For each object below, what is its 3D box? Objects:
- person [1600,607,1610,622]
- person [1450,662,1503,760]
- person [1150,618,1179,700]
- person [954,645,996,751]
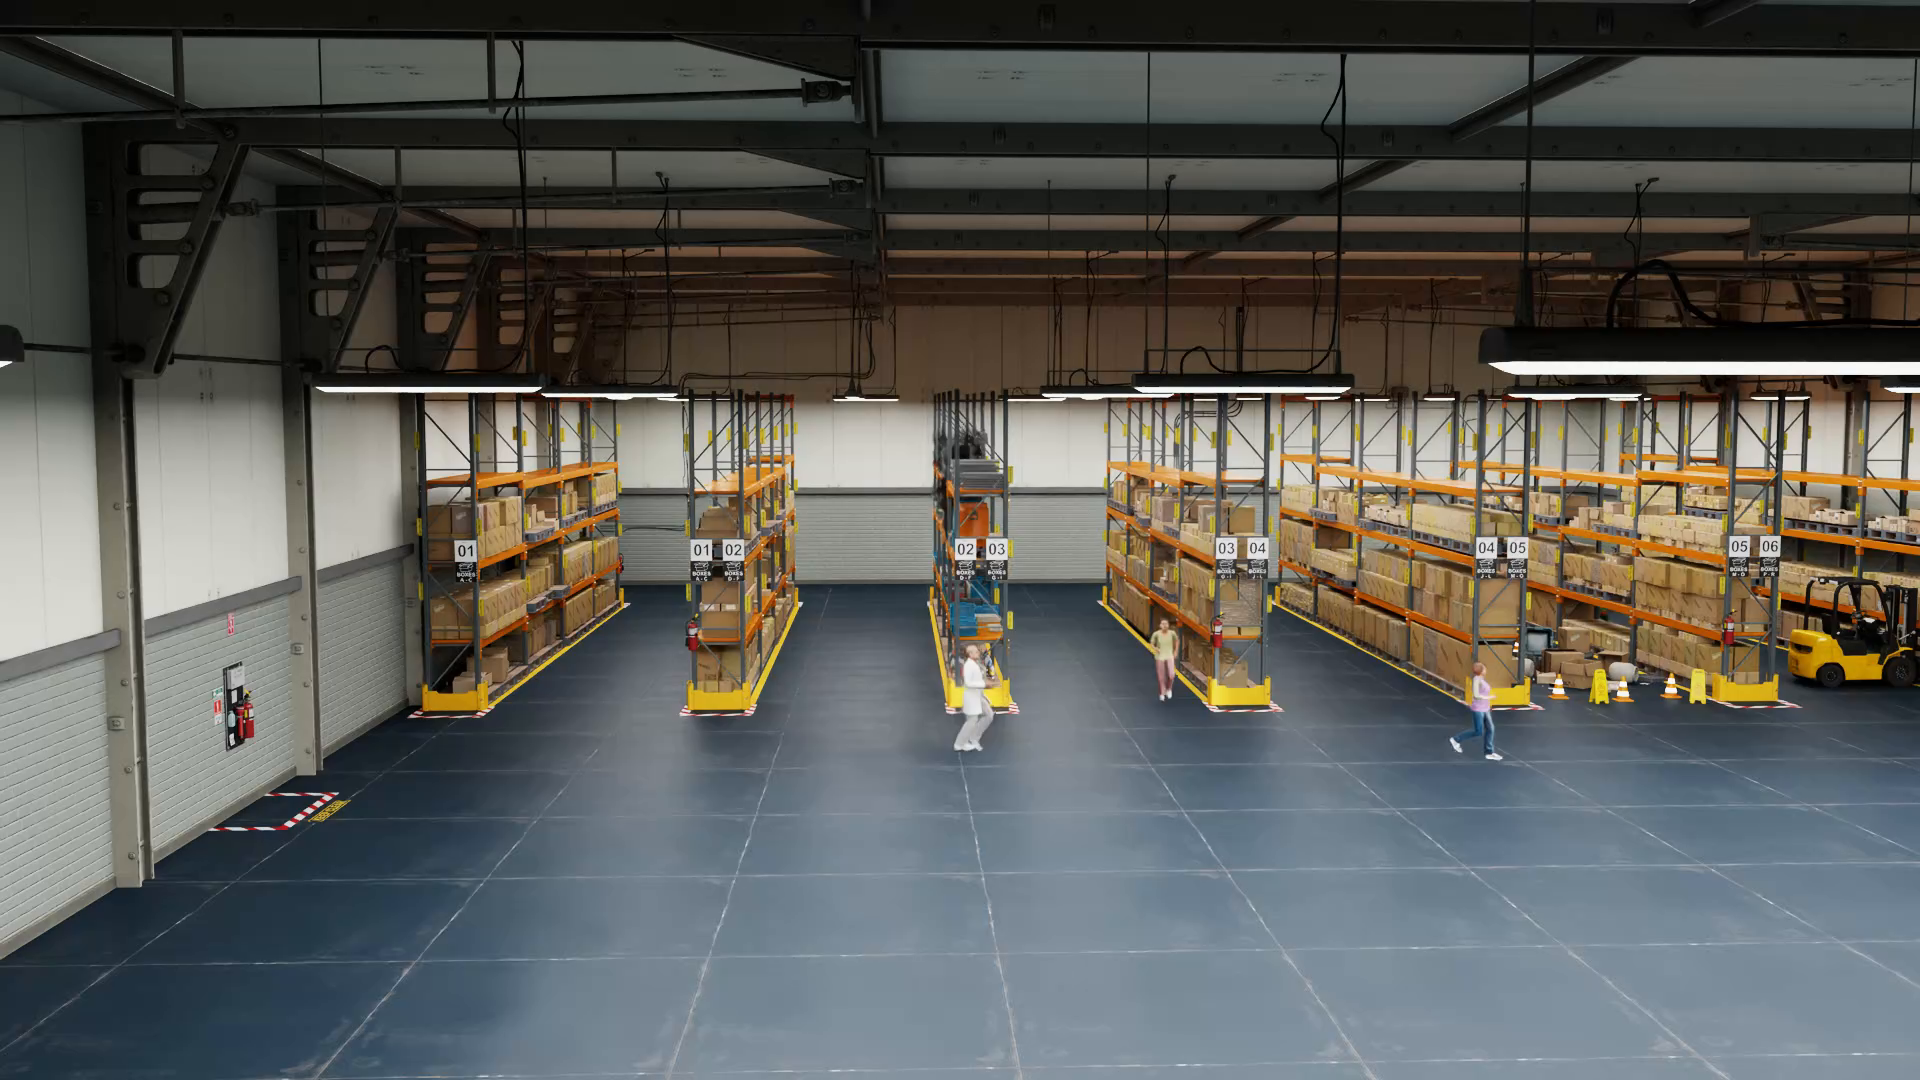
[{"bbox_3d":[16.384,1.360,42.290,0.655,1.817,0.909,0,5,-6],"label":"person"},{"bbox_3d":[8.351,2.745,26.811,0.825,1.573,0.551,3,5,30],"label":"person"},{"bbox_3d":[3.944,2.297,32.010,0.587,1.618,0.663,0,5,1],"label":"person"},{"bbox_3d":[0.272,2.615,27.379,0.754,1.777,0.674,2,5,19],"label":"person"}]
